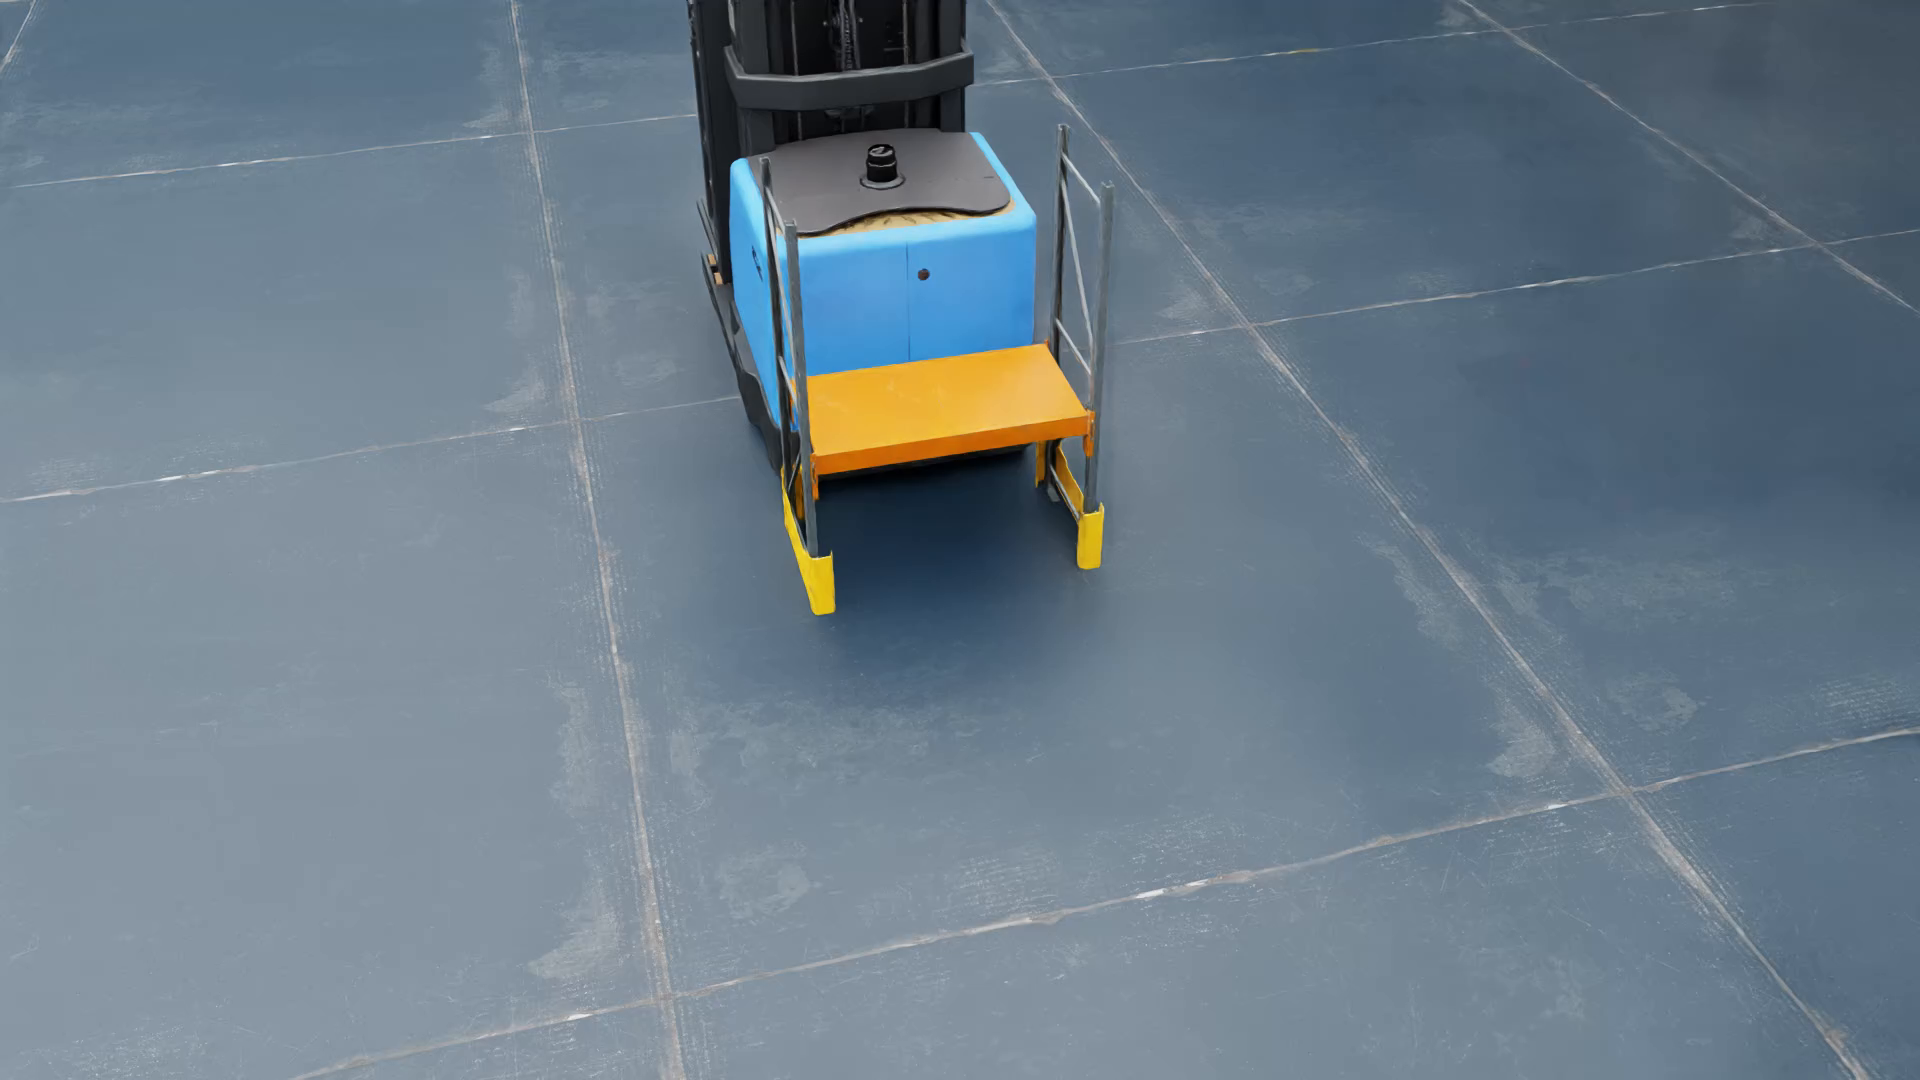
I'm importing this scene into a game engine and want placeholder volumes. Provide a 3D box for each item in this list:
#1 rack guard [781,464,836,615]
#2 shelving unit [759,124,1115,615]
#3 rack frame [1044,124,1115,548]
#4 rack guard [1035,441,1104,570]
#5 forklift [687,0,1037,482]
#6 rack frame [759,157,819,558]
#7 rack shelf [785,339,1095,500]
[{"bbox_3d":[-0.554,-0.008,6.055,0.087,0.250,0.587,-9,38,-12],"label":"rack guard"},{"bbox_3d":[-0.074,-0.584,5.779,1.083,1.500,0.587,-9,38,-12],"label":"shelving unit"},{"bbox_3d":[0.408,-0.663,5.882,0.032,1.500,0.500,-9,38,-12],"label":"rack frame"},{"bbox_3d":[0.407,-0.166,6.261,0.087,0.250,0.587,-9,38,-12],"label":"rack guard"},{"bbox_3d":[-0.580,-2.278,6.816,1.130,2.935,3.031,-9,38,-12],"label":"forklift"},{"bbox_3d":[-0.573,-0.502,5.671,0.032,1.500,0.500,-9,38,-12],"label":"rack frame"},{"bbox_3d":[-0.082,-0.439,5.886,1.000,0.185,0.538,-9,38,-12],"label":"rack shelf"}]
